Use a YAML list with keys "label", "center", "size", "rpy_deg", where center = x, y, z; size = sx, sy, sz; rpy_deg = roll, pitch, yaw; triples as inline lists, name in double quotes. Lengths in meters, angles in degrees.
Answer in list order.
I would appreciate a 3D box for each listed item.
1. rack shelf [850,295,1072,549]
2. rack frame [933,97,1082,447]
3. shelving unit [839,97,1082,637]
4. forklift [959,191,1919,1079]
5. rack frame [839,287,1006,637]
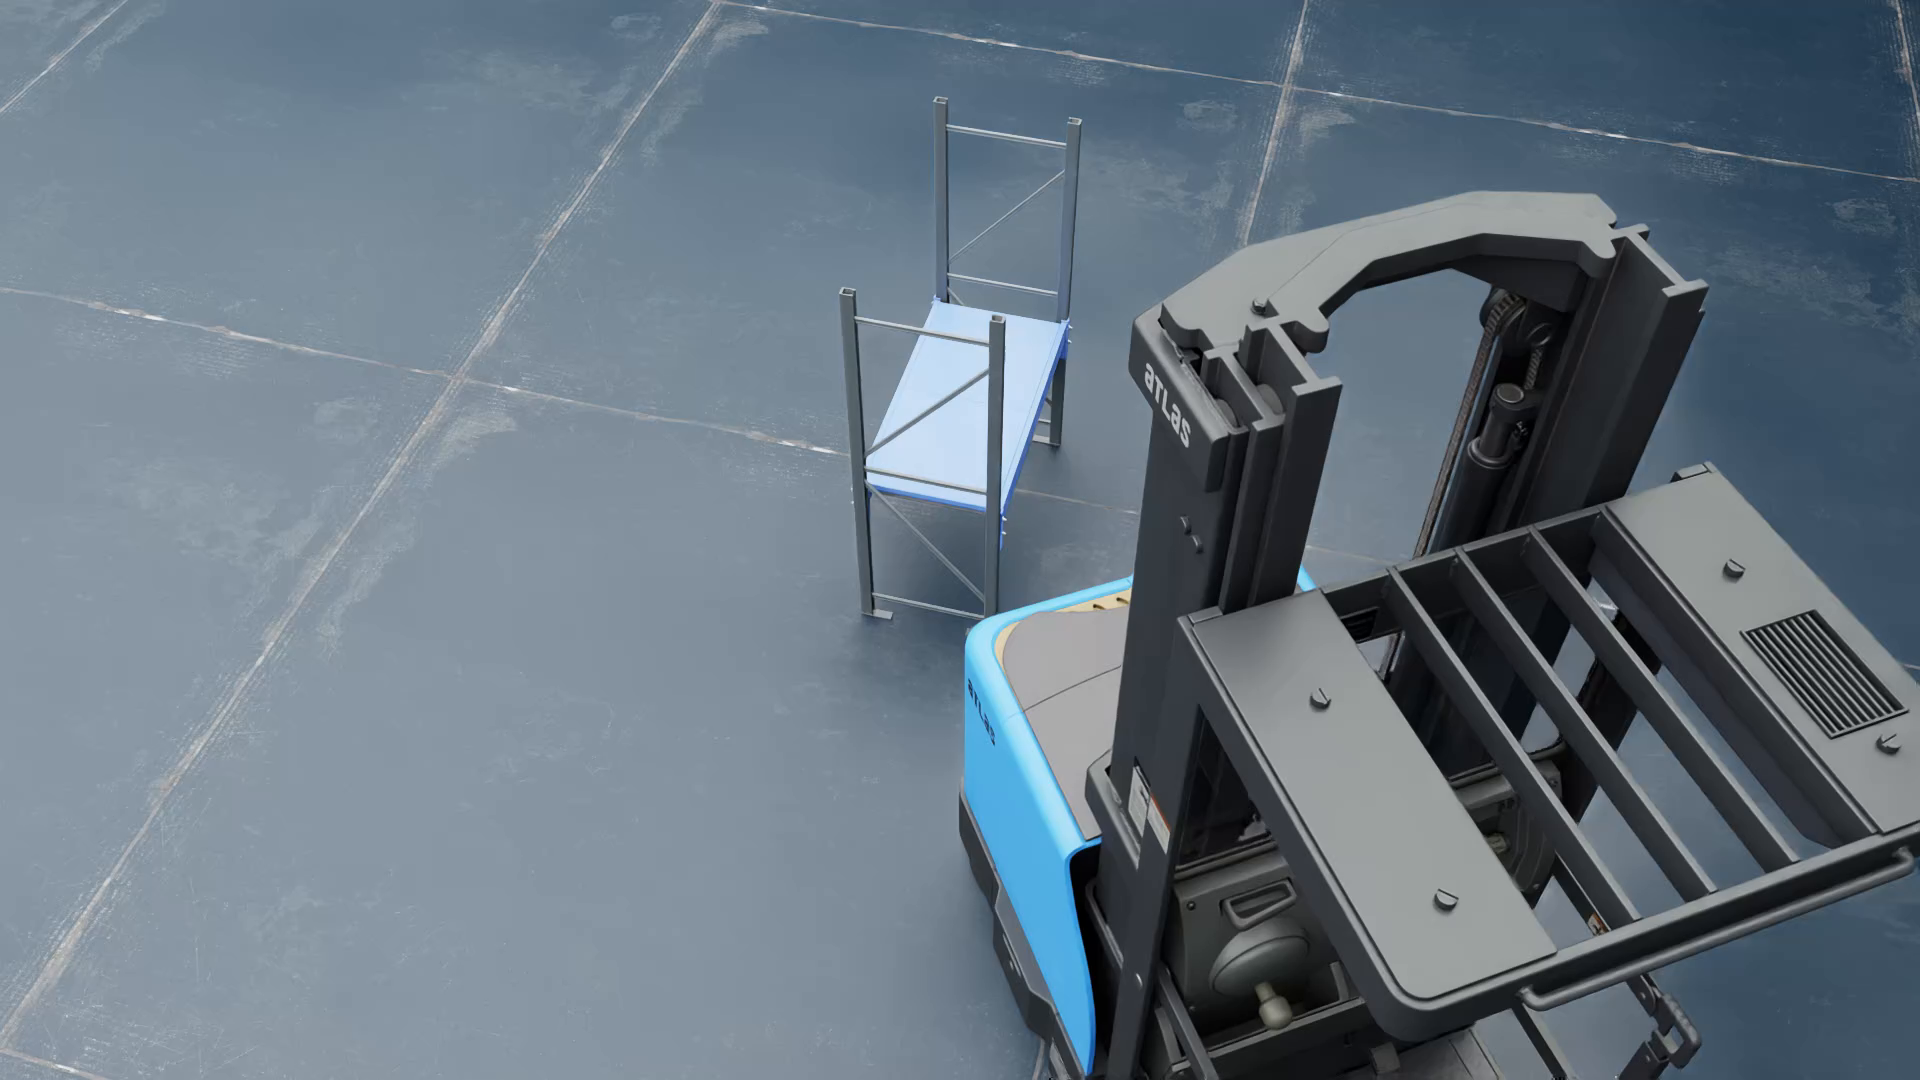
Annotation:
- label: "rack shelf"
  center: [0.022, -0.439, 5.877]
  size: [0.538, 0.185, 1.000]
  rpy_deg: [12, 50, 10]
- label: "rack frame"
  center: [0.156, -0.926, 6.067]
  size: [0.500, 1.500, 0.032]
  rpy_deg: [12, 50, 10]
- label: "shelving unit"
  center: [0.022, -0.558, 5.742]
  size: [0.538, 1.500, 1.048]
  rpy_deg: [12, 50, 10]
- label: "forklift"
  center: [0.981, 0.887, 3.512]
  size: [1.130, 2.935, 3.031]
  rpy_deg: [-15, 50, -13]
- label: "rack frame"
  center: [-0.111, -0.190, 5.418]
  size: [0.500, 1.500, 0.032]
  rpy_deg: [12, 50, 10]
